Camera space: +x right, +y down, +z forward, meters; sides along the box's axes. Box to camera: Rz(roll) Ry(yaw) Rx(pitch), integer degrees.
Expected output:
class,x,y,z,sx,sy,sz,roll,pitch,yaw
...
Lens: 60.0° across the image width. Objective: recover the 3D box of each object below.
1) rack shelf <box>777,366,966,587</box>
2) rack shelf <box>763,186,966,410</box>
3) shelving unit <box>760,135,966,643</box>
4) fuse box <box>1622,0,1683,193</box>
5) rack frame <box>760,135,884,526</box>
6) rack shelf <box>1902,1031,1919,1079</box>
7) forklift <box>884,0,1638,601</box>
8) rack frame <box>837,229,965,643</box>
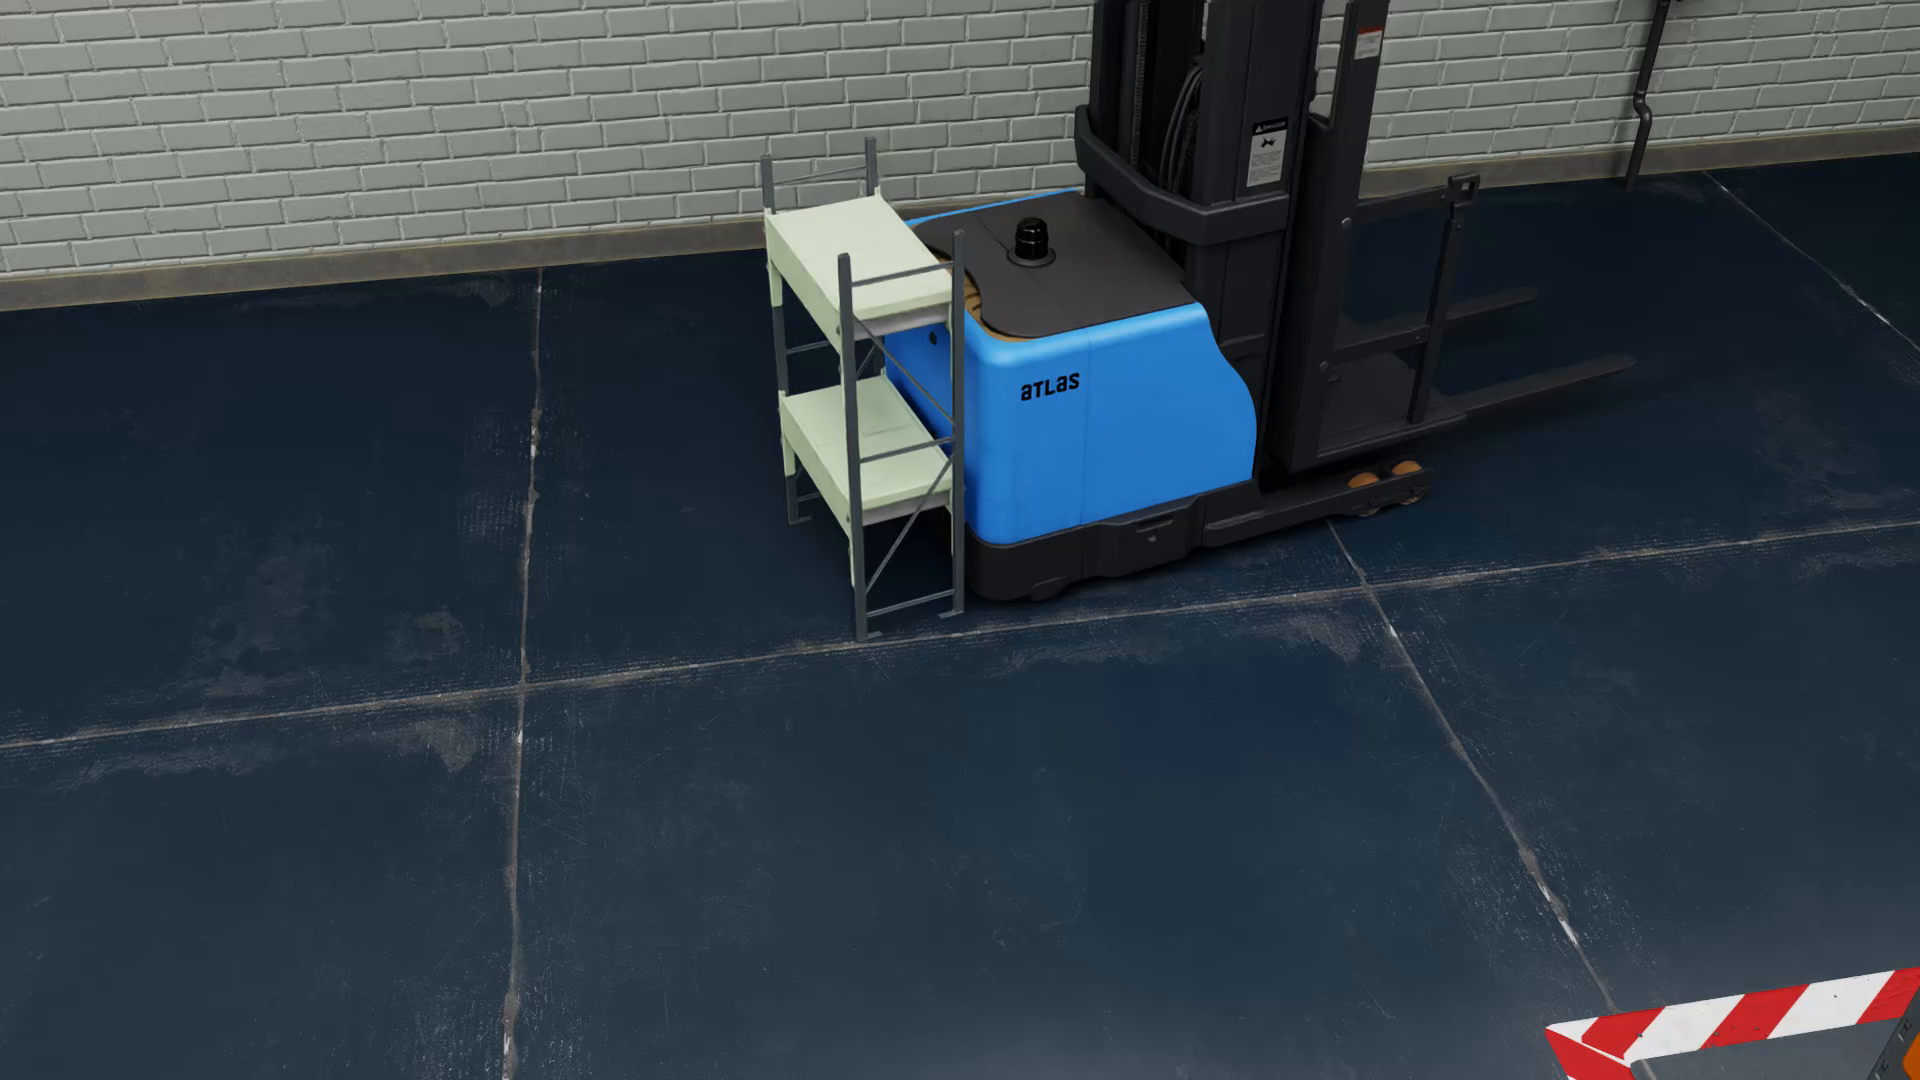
class,x,y,z,sx,sy,sz,roll,pitch,yaw
rack shelf,-0.319,-0.238,5.865,0.431,0.370,0.720,-15,40,-18
rack shelf,-0.319,-0.804,5.426,0.431,0.370,0.720,-15,40,-18
shelving unit,-0.319,-0.496,5.665,0.431,1.500,0.755,-15,40,-18
fuse box,3.474,-2.464,8.027,0.539,1.711,0.414,-6,38,-8
rack frame,-0.465,-0.701,5.930,0.400,1.500,0.023,-15,40,-18
rack shelf,2.742,2.060,1.740,1.077,0.370,4.000,-6,38,-8
forklift,1.268,-1.530,5.831,3.031,2.935,1.130,-15,40,-18
rack frame,-0.174,-0.290,5.400,0.400,1.500,0.023,-15,40,-18
